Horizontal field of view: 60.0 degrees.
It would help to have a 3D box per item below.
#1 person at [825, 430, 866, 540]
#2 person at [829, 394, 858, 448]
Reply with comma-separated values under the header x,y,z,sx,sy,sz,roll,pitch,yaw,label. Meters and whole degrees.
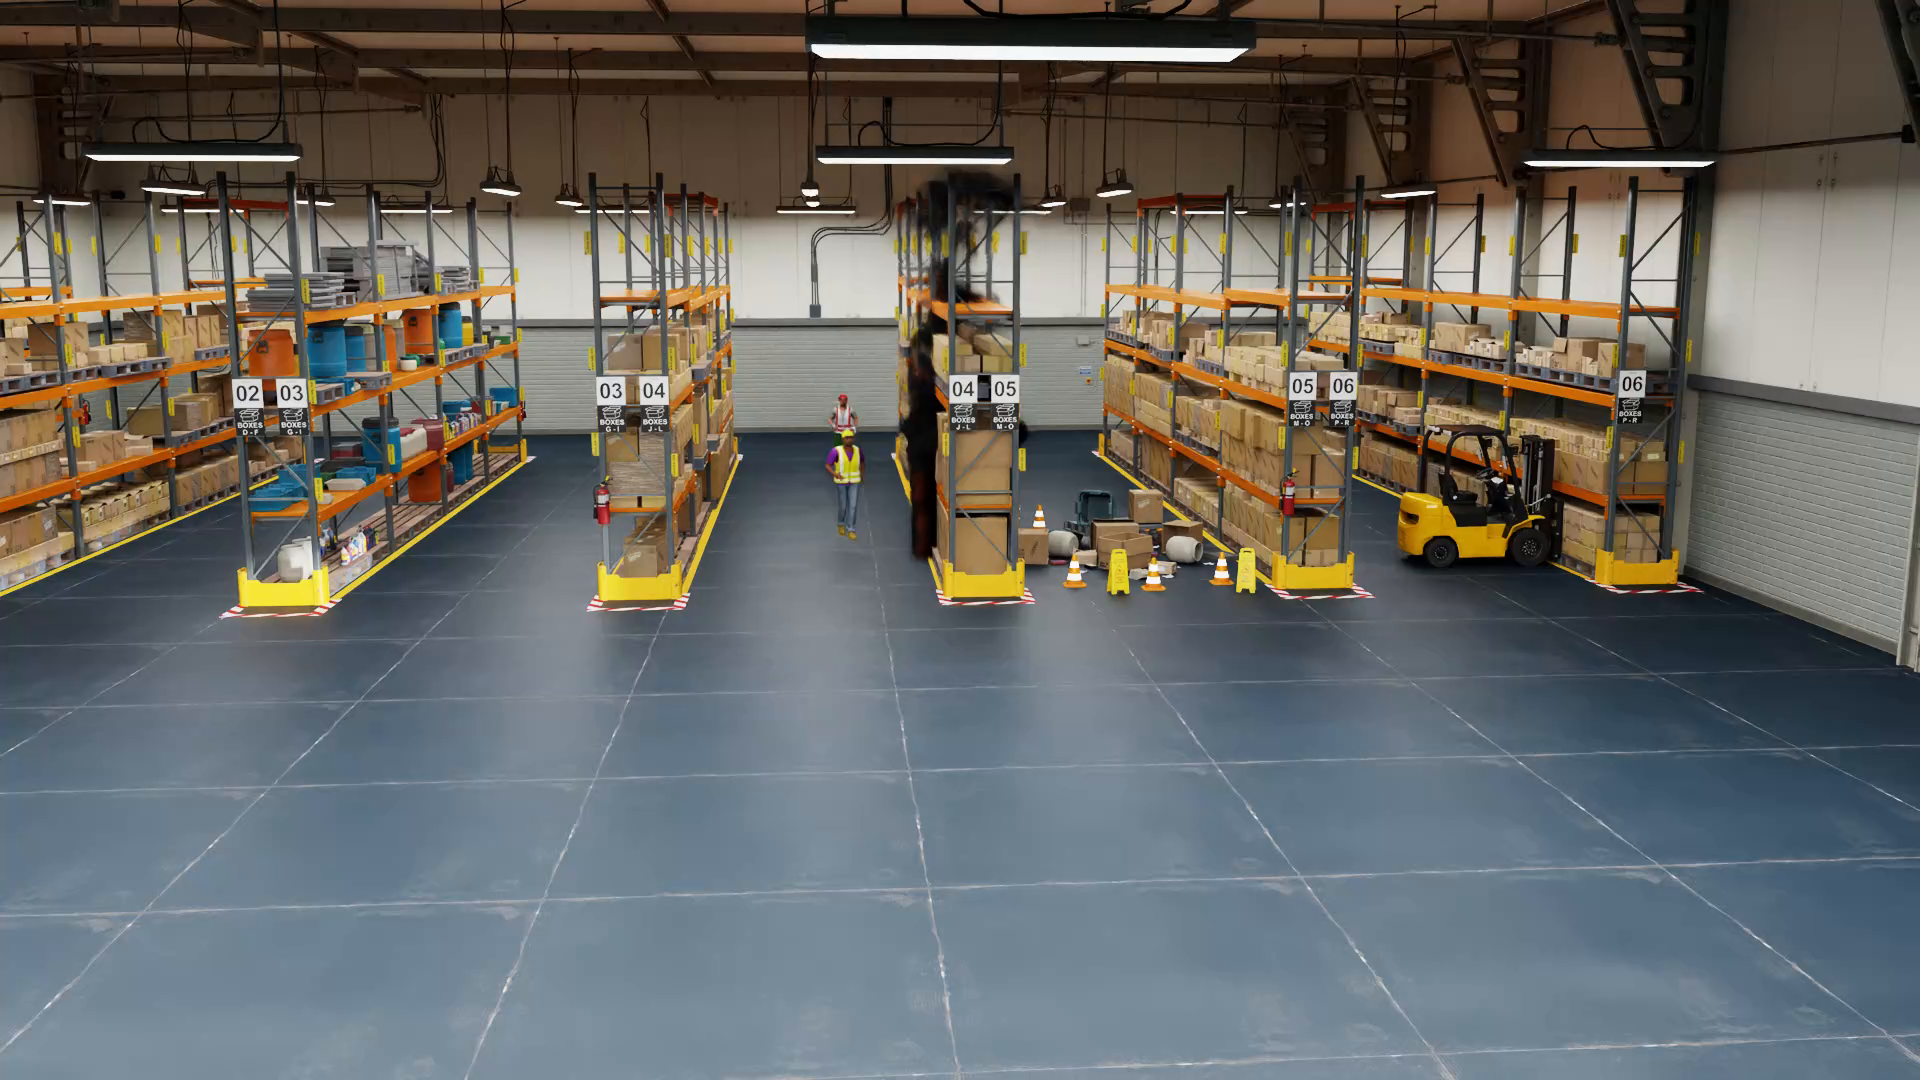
x,y,z,sx,sy,sz,roll,pitch,yaw,label
-1.846,-0.917,27.243,0.703,1.784,0.761,-3,10,-16,person
-2.611,-2.391,37.215,0.654,1.752,0.717,0,10,0,person
